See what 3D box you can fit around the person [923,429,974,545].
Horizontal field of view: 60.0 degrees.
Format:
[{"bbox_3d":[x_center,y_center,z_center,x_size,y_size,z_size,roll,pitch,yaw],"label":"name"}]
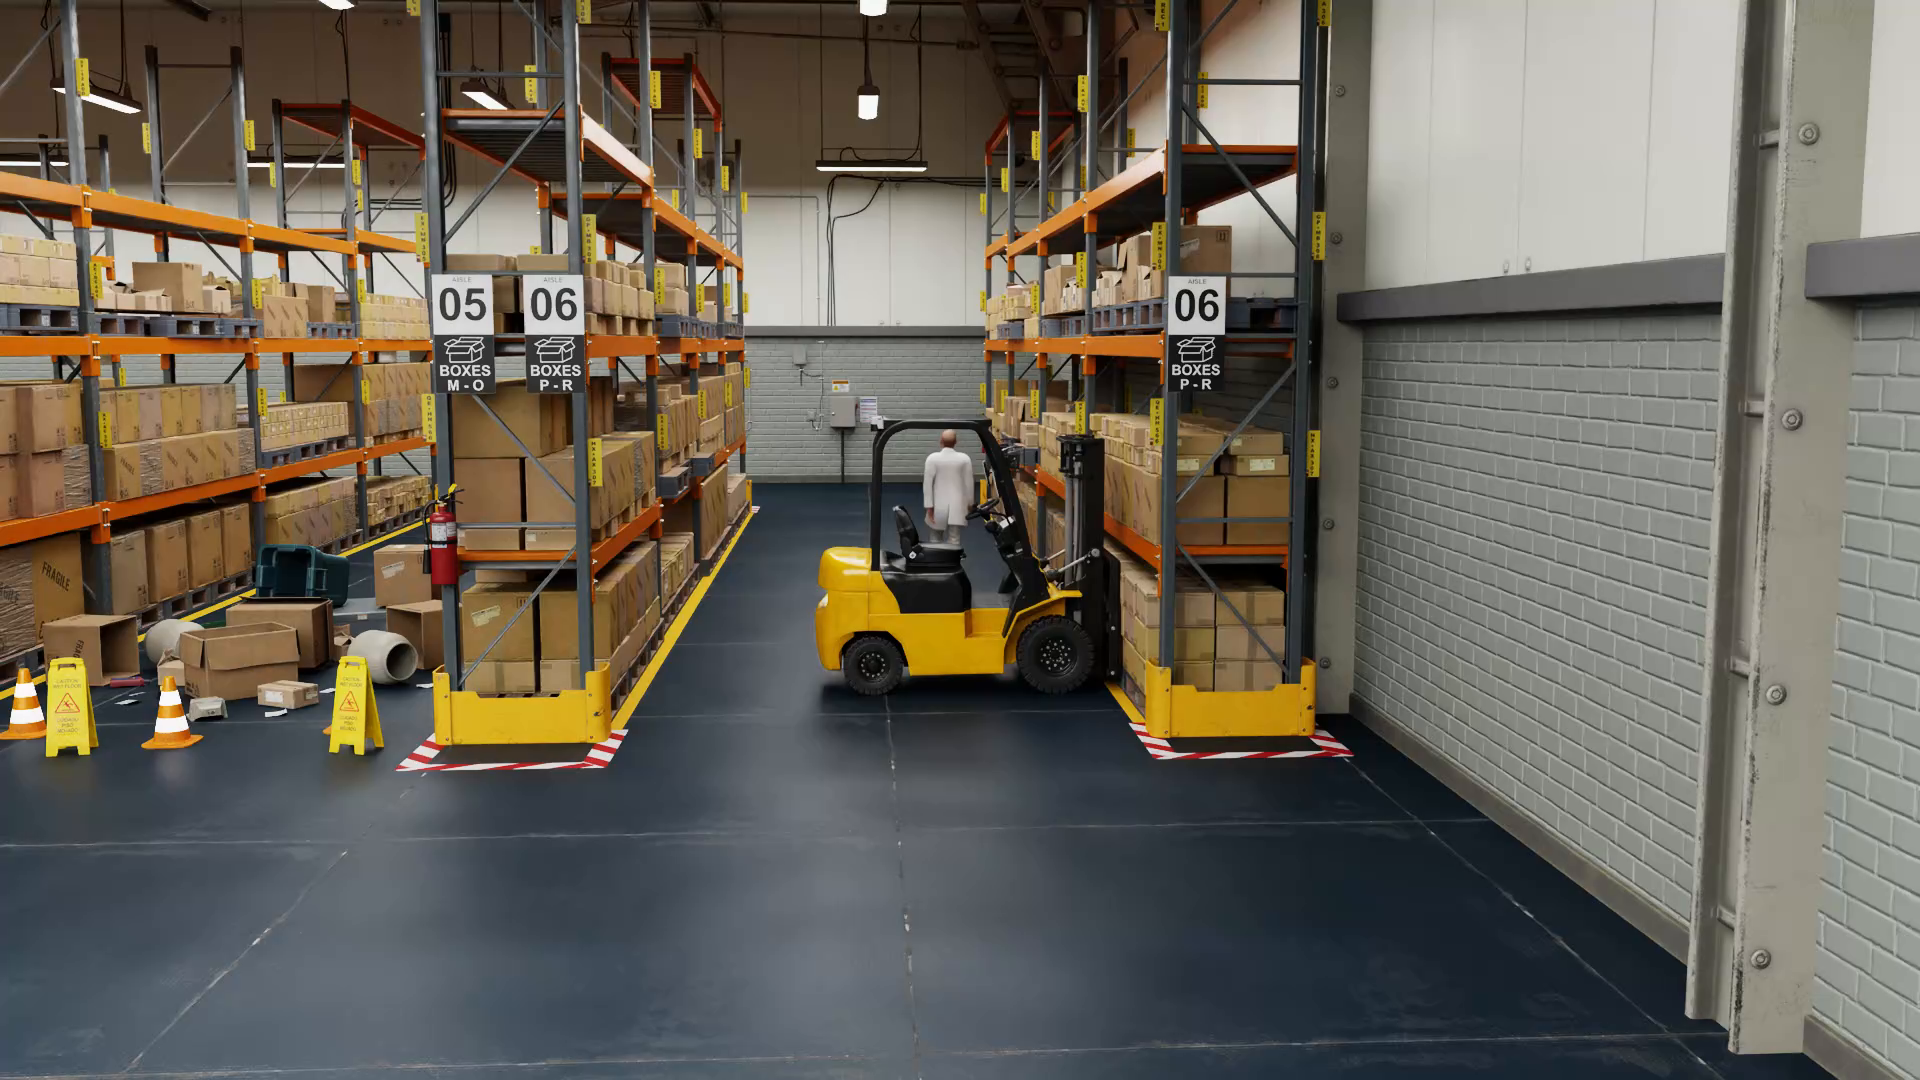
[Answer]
[{"bbox_3d":[-0.129,-0.365,18.916,0.580,1.801,0.833,0,7,-1],"label":"person"}]
